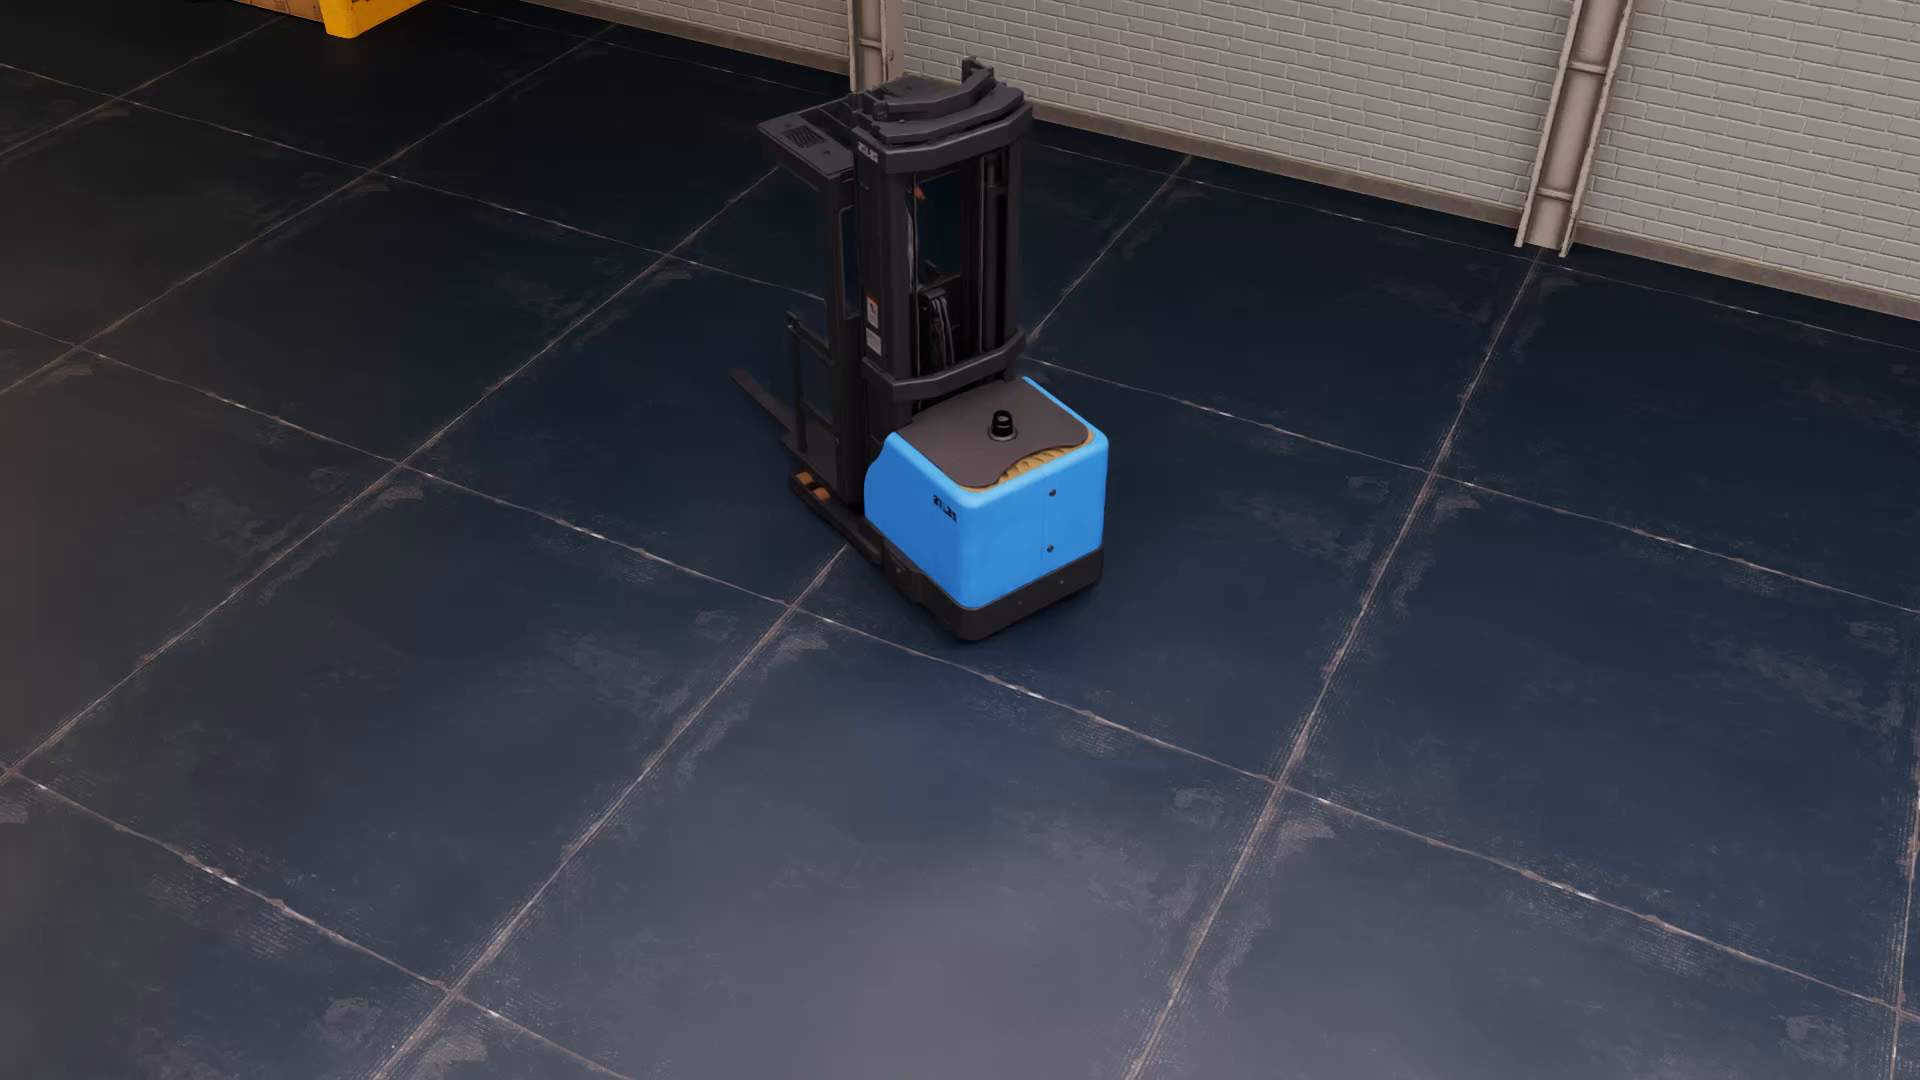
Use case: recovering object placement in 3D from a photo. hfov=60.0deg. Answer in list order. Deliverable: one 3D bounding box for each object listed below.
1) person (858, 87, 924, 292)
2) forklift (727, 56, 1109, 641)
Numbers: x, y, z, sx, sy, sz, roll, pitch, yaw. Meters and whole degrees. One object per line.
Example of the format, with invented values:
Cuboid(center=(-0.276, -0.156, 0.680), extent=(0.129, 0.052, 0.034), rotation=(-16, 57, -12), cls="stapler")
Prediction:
Cuboid(center=(-0.543, -2.488, 11.966), extent=(0.491, 1.631, 0.662), rotation=(-20, 44, -22), cls="person")
Cuboid(center=(-0.424, -1.452, 9.711), extent=(1.130, 2.935, 3.031), rotation=(-25, 46, -27), cls="forklift")
